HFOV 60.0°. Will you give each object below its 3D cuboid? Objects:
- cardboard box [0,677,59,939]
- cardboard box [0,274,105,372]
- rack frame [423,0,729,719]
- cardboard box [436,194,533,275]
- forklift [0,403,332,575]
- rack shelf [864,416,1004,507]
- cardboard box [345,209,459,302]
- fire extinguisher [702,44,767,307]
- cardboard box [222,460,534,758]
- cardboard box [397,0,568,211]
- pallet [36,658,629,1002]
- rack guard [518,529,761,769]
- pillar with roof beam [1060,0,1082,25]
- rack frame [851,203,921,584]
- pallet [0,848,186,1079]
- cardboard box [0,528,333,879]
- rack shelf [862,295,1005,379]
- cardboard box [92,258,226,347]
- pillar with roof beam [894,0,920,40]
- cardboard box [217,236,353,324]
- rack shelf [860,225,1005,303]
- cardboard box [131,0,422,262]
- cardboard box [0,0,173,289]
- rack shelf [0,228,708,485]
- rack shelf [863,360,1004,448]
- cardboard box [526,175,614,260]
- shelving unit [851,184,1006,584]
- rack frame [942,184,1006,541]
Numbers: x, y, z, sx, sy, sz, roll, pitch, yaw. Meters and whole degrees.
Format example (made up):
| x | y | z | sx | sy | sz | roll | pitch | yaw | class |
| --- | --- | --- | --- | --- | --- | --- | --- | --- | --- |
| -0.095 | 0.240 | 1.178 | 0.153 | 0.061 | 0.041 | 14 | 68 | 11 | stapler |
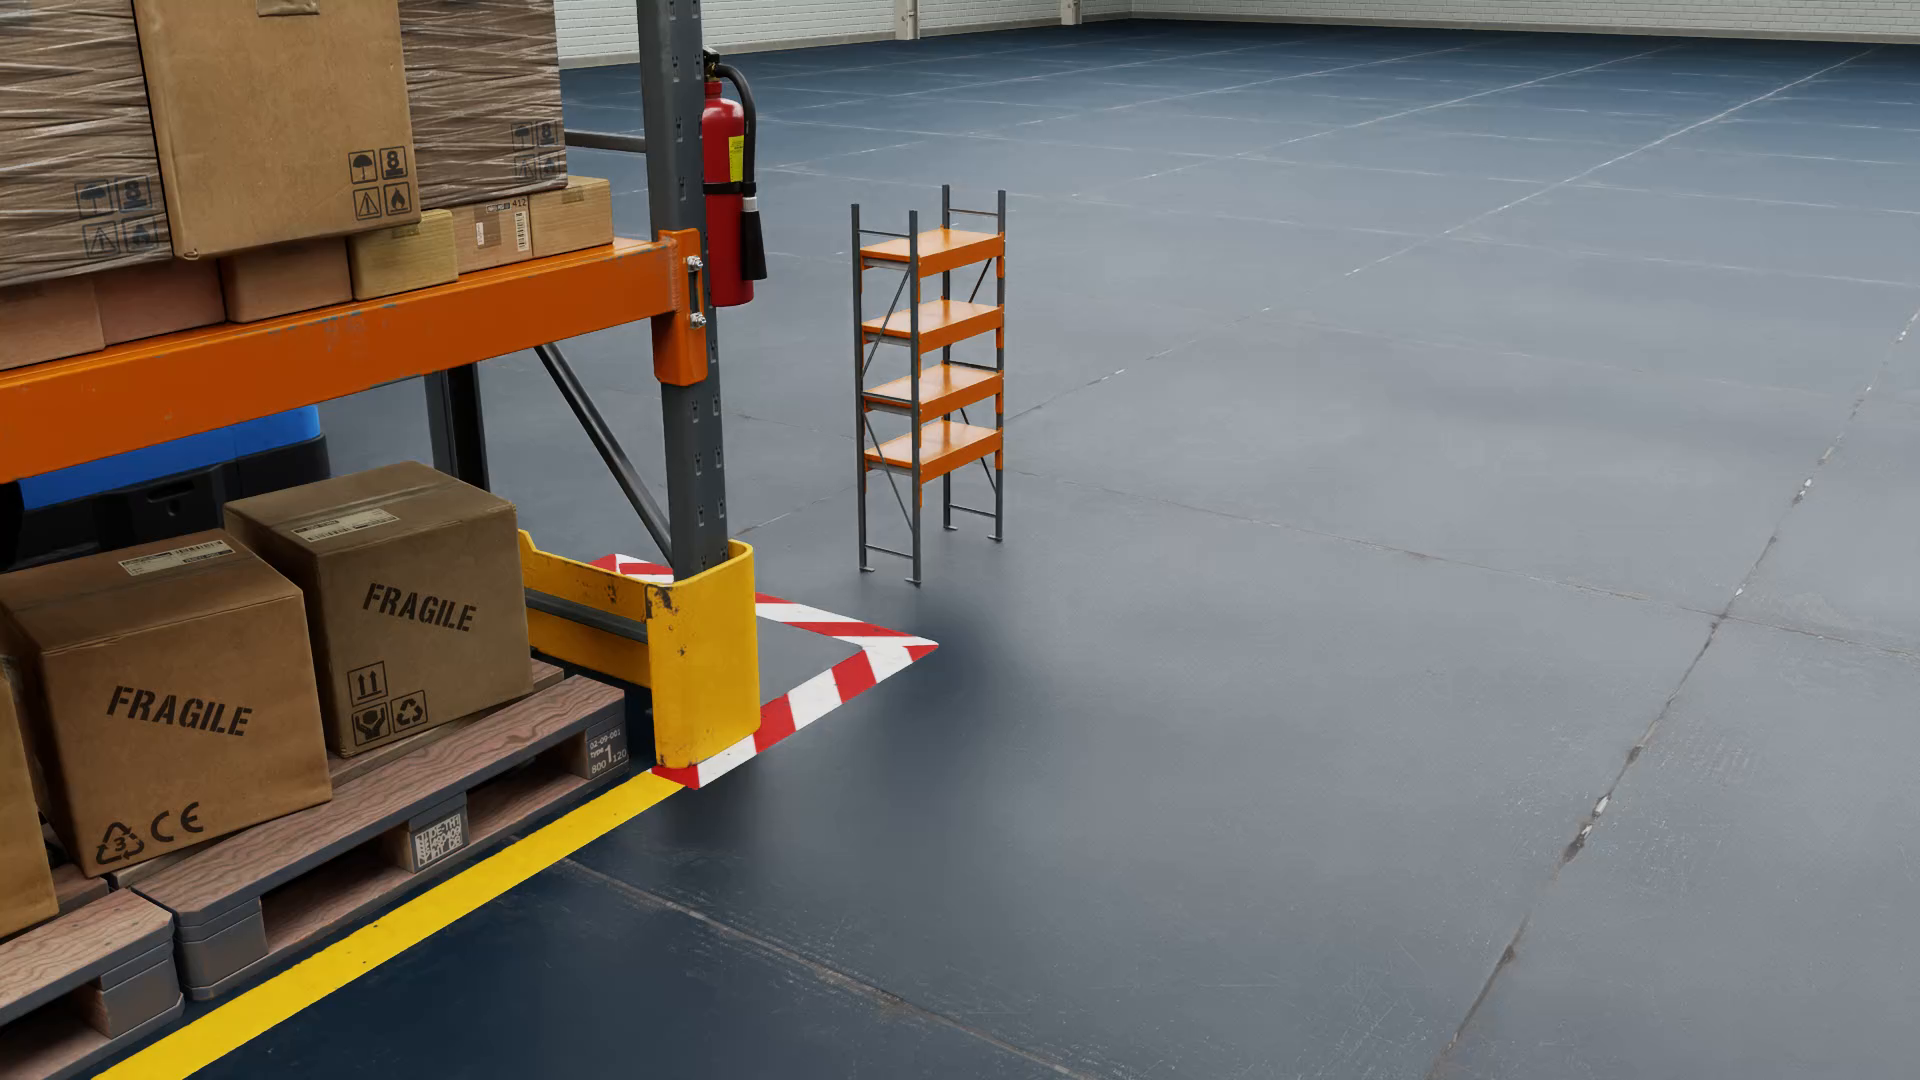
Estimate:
| x | y | z | sx | sy | sz | roll | pitch | yaw | class |
| --- | --- | --- | --- | --- | --- | --- | --- | --- | --- |
| -2.083 | 0.501 | 3.085 | 0.500 | 0.500 | 0.500 | 16 | 26 | 37 | cardboard box |
| -1.721 | -0.403 | 2.893 | 0.380 | 0.149 | 0.250 | 13 | 24 | 32 | cardboard box |
| -1.042 | -1.005 | 4.158 | 1.000 | 3.000 | 0.127 | 13 | 24 | 32 | rack frame |
| -1.173 | -0.693 | 3.678 | 0.380 | 0.149 | 0.250 | 13 | 24 | 32 | cardboard box |
| -3.552 | -1.157 | 4.669 | 1.130 | 2.935 | 3.031 | 15 | 25 | 36 | forklift |
| -0.093 | -0.266 | 5.521 | 0.258 | 0.148 | 0.480 | 13 | 24 | 32 | rack shelf |
| -1.271 | -0.612 | 3.457 | 0.380 | 0.149 | 0.250 | 13 | 24 | 32 | cardboard box |
| -0.597 | -0.911 | 4.017 | 0.296 | 0.674 | 0.183 | 13 | 24 | 32 | fire extinguisher |
| -1.407 | 0.147 | 4.043 | 0.500 | 0.500 | 0.500 | 19 | 28 | 42 | cardboard box |
| -1.374 | -1.039 | 3.676 | 0.875 | 0.500 | 0.500 | 13 | 24 | 32 | cardboard box |
| -1.571 | 0.551 | 3.971 | 1.003 | 0.211 | 1.213 | 13 | 24 | 32 | pallet |
| -1.085 | 0.189 | 4.532 | 1.175 | 0.500 | 0.348 | 13 | 24 | 32 | rack guard |
| 5.942 | -14.462 | 31.891 | 9.100 | 9.000 | 0.400 | 13 | 24 | 32 | pillar with roof beam |
| -0.230 | -0.445 | 5.239 | 0.240 | 1.200 | 0.015 | 13 | 24 | 32 | rack frame |
| -2.257 | 0.900 | 3.028 | 1.003 | 0.211 | 1.213 | 13 | 24 | 32 | pallet |
| -1.715 | 0.325 | 3.561 | 0.500 | 0.500 | 0.500 | -17 | 26 | -38 | cardboard box |
| -0.093 | -0.662 | 5.374 | 0.258 | 0.148 | 0.480 | 13 | 24 | 32 | rack shelf |
| -1.599 | -0.479 | 3.099 | 0.380 | 0.149 | 0.250 | 13 | 24 | 32 | cardboard box |
| 2.569 | -12.741 | 27.237 | 9.100 | 9.000 | 0.400 | 13 | 24 | 32 | pillar with roof beam |
| -1.424 | -0.543 | 3.271 | 0.380 | 0.149 | 0.250 | 13 | 24 | 32 | cardboard box |
| -0.093 | -0.884 | 5.292 | 0.258 | 0.148 | 0.480 | 13 | 24 | 32 | rack shelf |
| -1.556 | -0.872 | 3.225 | 0.875 | 0.500 | 0.500 | 13 | 24 | 32 | cardboard box |
| -1.873 | -0.737 | 2.860 | 0.875 | 0.500 | 0.500 | 13 | 24 | 32 | cardboard box |
| -2.167 | -0.094 | 2.731 | 1.077 | 0.370 | 4.000 | 13 | 24 | 32 | rack shelf |
| -0.093 | -0.452 | 5.452 | 0.258 | 0.148 | 0.480 | 13 | 24 | 32 | rack shelf |
| -1.032 | -0.765 | 3.871 | 0.380 | 0.149 | 0.250 | 13 | 24 | 32 | cardboard box |
| -0.093 | -0.515 | 5.428 | 0.258 | 1.200 | 0.503 | 13 | 24 | 32 | shelving unit |
| 0.044 | -0.585 | 5.618 | 0.240 | 1.200 | 0.015 | 13 | 24 | 32 | rack frame |
